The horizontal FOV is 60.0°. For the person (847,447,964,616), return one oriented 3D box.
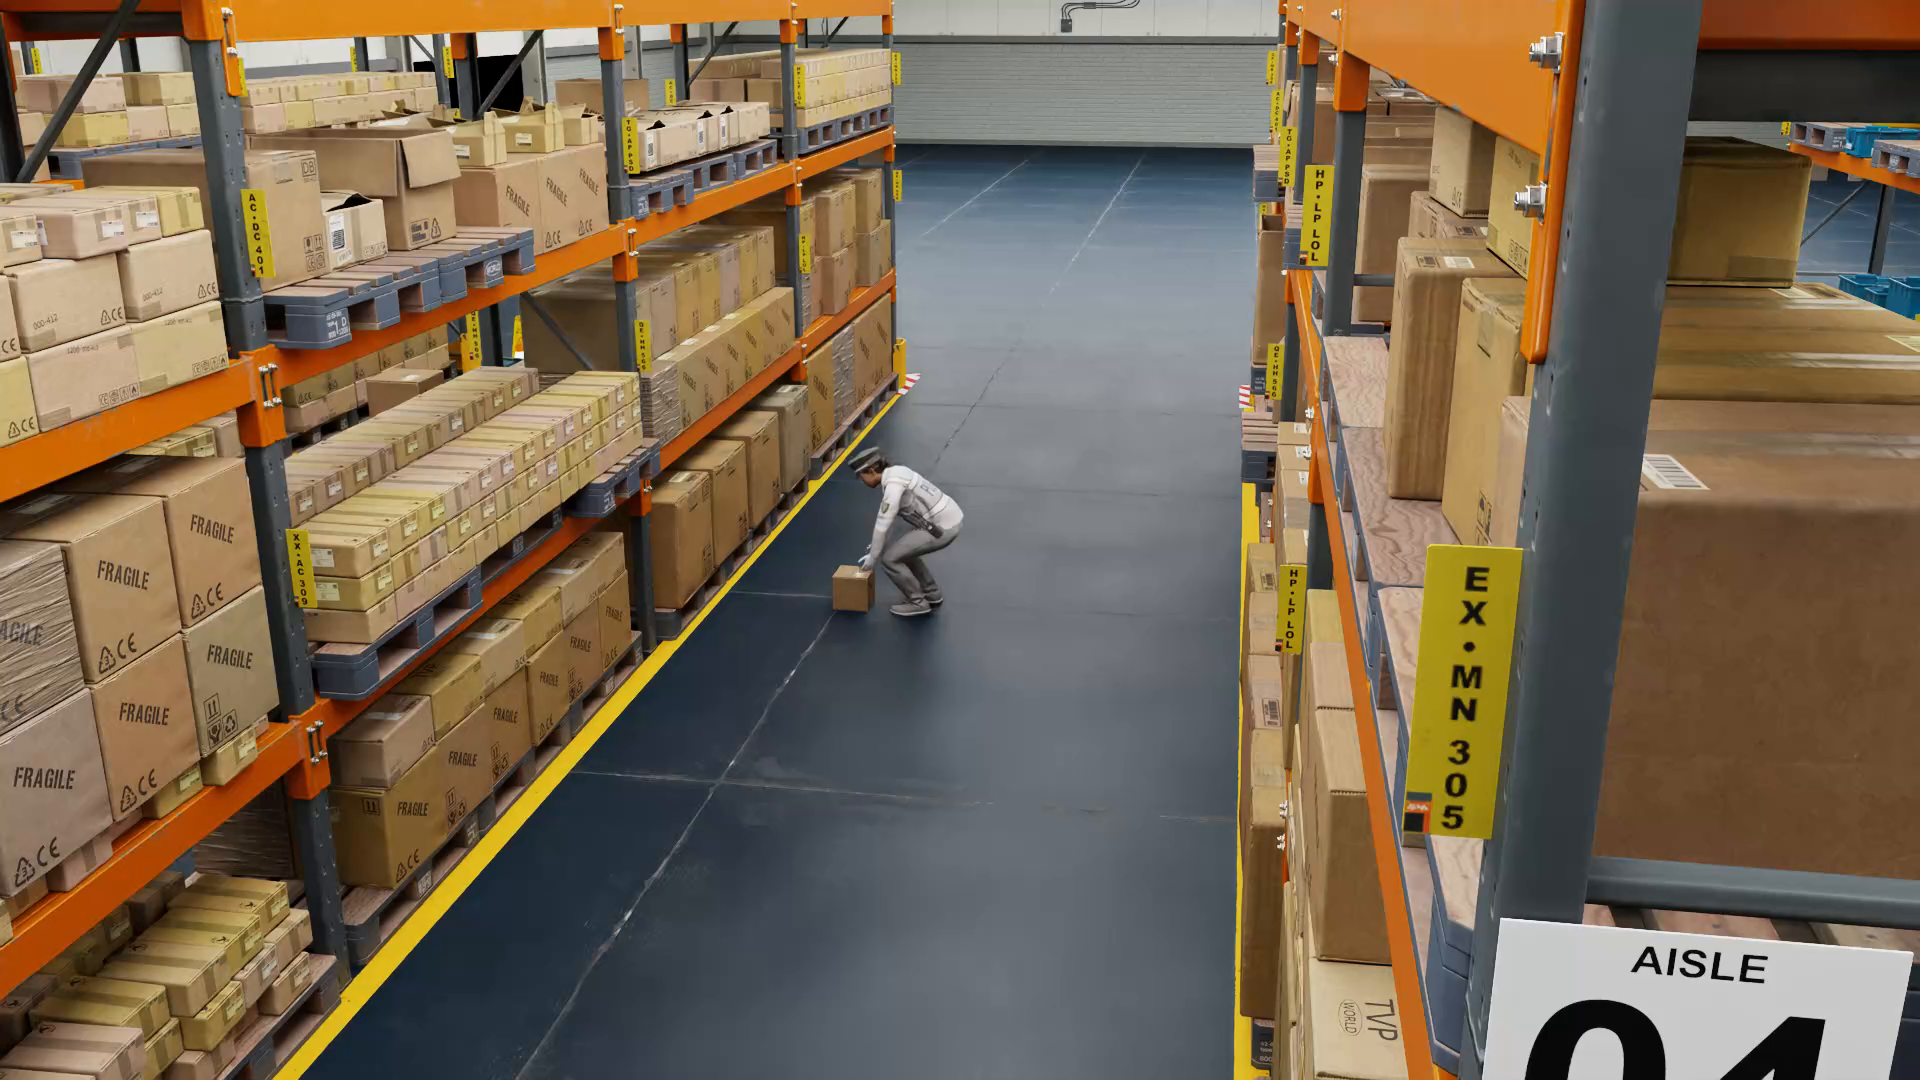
[{"bbox_3d":[-0.383,-0.067,11.553,0.796,1.180,0.522,3,18,9],"label":"person"}]
